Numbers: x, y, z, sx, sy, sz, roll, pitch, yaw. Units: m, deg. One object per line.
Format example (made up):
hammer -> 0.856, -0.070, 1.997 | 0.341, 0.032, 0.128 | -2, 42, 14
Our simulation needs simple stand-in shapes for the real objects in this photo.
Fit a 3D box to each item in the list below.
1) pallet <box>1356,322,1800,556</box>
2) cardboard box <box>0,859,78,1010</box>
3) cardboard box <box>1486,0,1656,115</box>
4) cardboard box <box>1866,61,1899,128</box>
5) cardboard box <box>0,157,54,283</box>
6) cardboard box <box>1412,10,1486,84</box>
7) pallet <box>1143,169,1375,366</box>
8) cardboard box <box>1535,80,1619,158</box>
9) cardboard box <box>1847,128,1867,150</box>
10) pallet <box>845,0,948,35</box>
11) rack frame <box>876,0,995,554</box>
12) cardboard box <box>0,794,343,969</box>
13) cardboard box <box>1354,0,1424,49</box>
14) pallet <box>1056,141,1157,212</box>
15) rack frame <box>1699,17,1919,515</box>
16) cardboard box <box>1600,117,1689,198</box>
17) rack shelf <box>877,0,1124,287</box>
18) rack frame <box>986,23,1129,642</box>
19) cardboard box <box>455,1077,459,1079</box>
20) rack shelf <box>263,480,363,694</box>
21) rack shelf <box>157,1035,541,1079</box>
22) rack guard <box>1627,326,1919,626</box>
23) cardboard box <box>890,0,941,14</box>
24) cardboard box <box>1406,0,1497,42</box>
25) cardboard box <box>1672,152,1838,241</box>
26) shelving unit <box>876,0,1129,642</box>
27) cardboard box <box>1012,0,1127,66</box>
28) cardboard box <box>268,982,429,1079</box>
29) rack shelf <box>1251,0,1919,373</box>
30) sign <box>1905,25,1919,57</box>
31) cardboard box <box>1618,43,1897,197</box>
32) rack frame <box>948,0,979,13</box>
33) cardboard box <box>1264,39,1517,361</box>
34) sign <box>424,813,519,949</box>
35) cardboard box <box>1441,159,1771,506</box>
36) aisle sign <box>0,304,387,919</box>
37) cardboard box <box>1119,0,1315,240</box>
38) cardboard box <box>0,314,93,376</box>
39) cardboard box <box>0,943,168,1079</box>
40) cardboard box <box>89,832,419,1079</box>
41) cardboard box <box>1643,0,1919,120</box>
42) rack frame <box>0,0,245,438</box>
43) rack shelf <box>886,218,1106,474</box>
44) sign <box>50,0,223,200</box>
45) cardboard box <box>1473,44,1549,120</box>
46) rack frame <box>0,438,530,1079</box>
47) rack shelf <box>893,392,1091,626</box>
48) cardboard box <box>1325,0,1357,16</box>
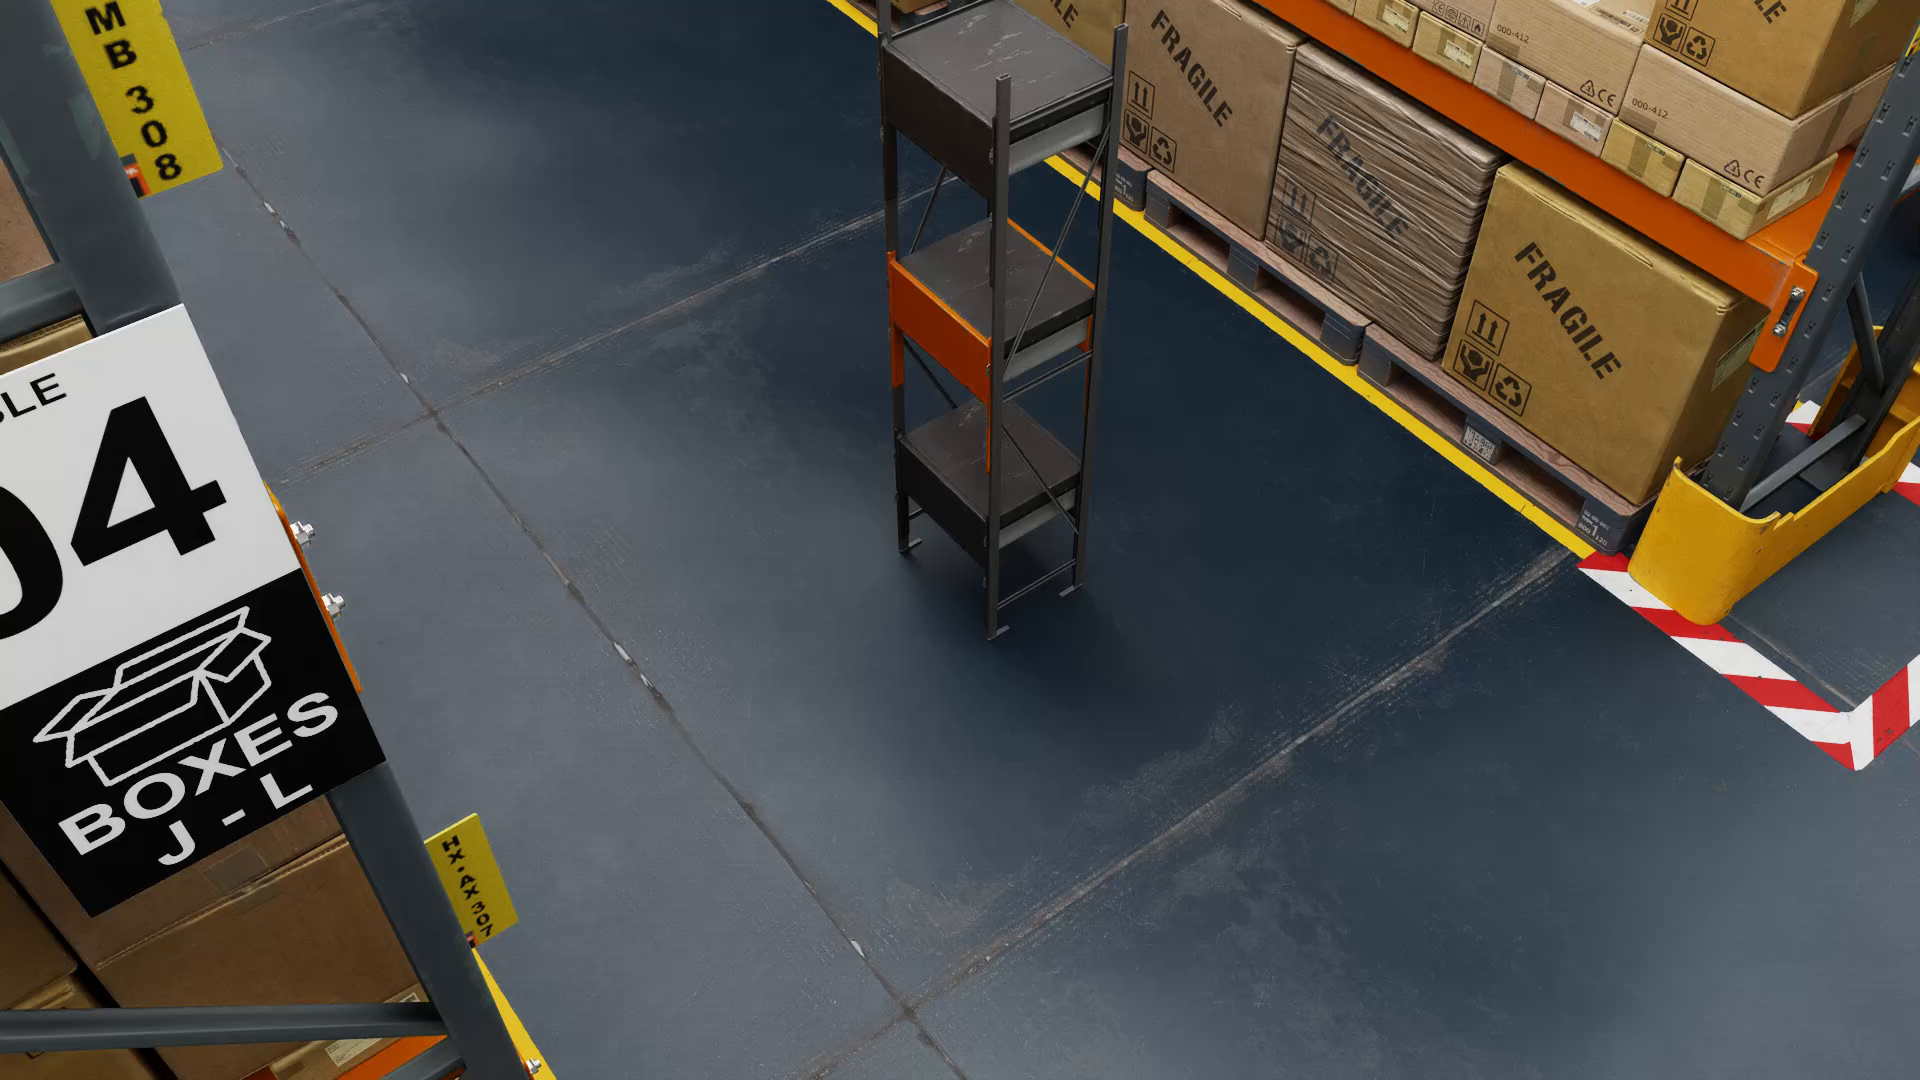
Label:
pallet -> 2.251, -0.582, 6.135 | 1.003, 0.211, 1.213 | -29, 54, -24
cardboard box -> -1.686, 0.456, 2.369 | 0.500, 0.500, 0.500 | -30, 55, -25
cardboard box -> 1.987, -1.597, 5.074 | 0.500, 0.250, 0.500 | -30, 55, -25
cardboard box -> 2.722, -1.535, 5.018 | 0.500, 0.250, 0.500 | -31, 55, -25
cardboard box -> -1.276, -0.423, 1.848 | 0.500, 0.250, 0.500 | -29, 54, -23
cardboard box -> 1.701, -1.661, 5.401 | 0.380, 0.149, 0.250 | -31, 55, -25
pallet -> 1.517, -1.300, 6.786 | 1.003, 0.211, 1.213 | -29, 54, -24
cardboard box -> 2.009, -1.361, 5.129 | 0.380, 0.149, 0.250 | -29, 54, -24
cardboard box -> 2.845, -1.355, 5.123 | 0.380, 0.149, 0.250 | -29, 54, -24
pallet -> -0.151, -2.925, 8.259 | 1.003, 0.211, 1.213 | -29, 54, -24
rack frame -> -0.048, -0.752, 5.014 | 0.400, 2.100, 0.015 | -29, 54, -24
cardboard box -> -1.271, 0.230, 2.573 | 0.500, 0.500, 0.500 | -30, 54, -24
cardboard box -> 1.543, -1.814, 5.539 | 0.380, 0.149, 0.250 | -29, 54, -24
pallet -> 0.774, -2.020, 7.439 | 1.003, 0.211, 1.213 | -29, 54, -24
rack frame -> 2.798, -1.082, 4.706 | 1.000, 3.000, 0.127 | -29, 54, -24
cardboard box -> 2.161, -1.212, 4.994 | 0.380, 0.149, 0.250 | -29, 54, -24
rack shelf -> 0.100, -1.069, 4.375 | 0.431, 0.518, 0.480 | -29, 54, -24
rack frame -> 0.248, -0.464, 4.753 | 0.400, 2.100, 0.015 | -29, 54, -24
cardboard box -> -1.258, 1.239, 3.841 | 0.380, 0.149, 0.250 | -32, 55, -26
rack shelf -> -2.422, -0.862, 2.967 | 1.077, 0.370, 4.000 | -29, 54, -24
rack shelf -> -2.422, 0.146, 4.079 | 1.077, 0.370, 4.000 | -29, 54, -24
rack guard -> 2.812, -0.228, 5.619 | 1.175, 0.500, 0.348 | -29, 54, -24
cardboard box -> -0.028, -3.236, 7.810 | 1.225, 0.875, 0.875 | -29, 54, -24
cardboard box -> 1.678, -1.897, 5.346 | 0.500, 0.250, 0.500 | -31, 55, -25
cardboard box -> 2.320, -1.060, 4.856 | 0.380, 0.149, 0.250 | -28, 54, -23
shelving unit -> 0.100, -0.608, 4.884 | 0.431, 2.100, 0.503 | -29, 54, -24
cardboard box -> 0.712, -2.443, 7.091 | 0.875, 0.875, 0.875 | -29, 54, -24
cardboard box -> -1.146, 0.830, 3.143 | 0.380, 0.149, 0.250 | -30, 54, -24
rack shelf -> 1.587, -2.019, 6.042 | 1.077, 0.370, 4.000 | -29, 54, -24
sign -> 2.357, -1.315, 3.976 | 0.100, 0.325, 0.005 | -29, 54, -24
cardboard box -> 2.293, -1.298, 4.803 | 0.500, 0.250, 0.500 | -30, 55, -25
rack frame -> 0.376, -3.440, 6.844 | 1.000, 3.000, 0.127 | -29, 54, -24
cardboard box -> 1.796, -1.387, 6.134 | 0.875, 0.875, 0.875 | -29, 54, -24
sign -> -0.779, 0.549, 2.643 | 0.100, 0.325, 0.005 | -29, 54, -24
cardboard box -> 2.347, -0.851, 5.647 | 0.875, 0.875, 0.875 | -29, 54, -24
aisle sign -> -0.928, 0.119, 1.863 | 0.394, 0.787, 0.004 | -29, 54, -24
cardboard box -> 1.257, -1.912, 6.609 | 0.875, 0.875, 0.875 | -29, 54, -24
cardboard box -> -1.279, -0.253, 2.031 | 0.500, 0.250, 0.500 | -28, 53, -23
cardboard box -> -1.688, 0.801, 2.731 | 0.500, 0.500, 0.500 | -28, 54, -23
cardboard box -> -1.263, 0.561, 2.948 | 0.500, 0.500, 0.500 | -27, 53, -22
cardboard box -> 2.294, -1.553, 4.527 | 0.500, 0.500, 0.500 | -29, 54, -24
rack frame -> -1.211, -0.931, 0.520 | 1.000, 3.000, 0.127 | -29, 54, -24
rack shelf -> 0.100, -0.598, 4.894 | 0.431, 0.518, 0.480 | -29, 54, -24
sign -> -0.779, -0.461, 1.529 | 0.100, 0.325, 0.005 | -29, 54, -24
cardboard box -> 1.859, -1.509, 5.263 | 0.380, 0.149, 0.250 | -29, 54, -23
rack frame -> -1.211, 1.084, 2.743 | 1.000, 3.000, 0.127 | -29, 54, -24
rack shelf -> 0.100, -0.128, 5.412 | 0.431, 0.518, 0.480 | -29, 54, -24
cardboard box -> 1.395, -1.961, 5.673 | 0.380, 0.149, 0.250 | -28, 54, -23
